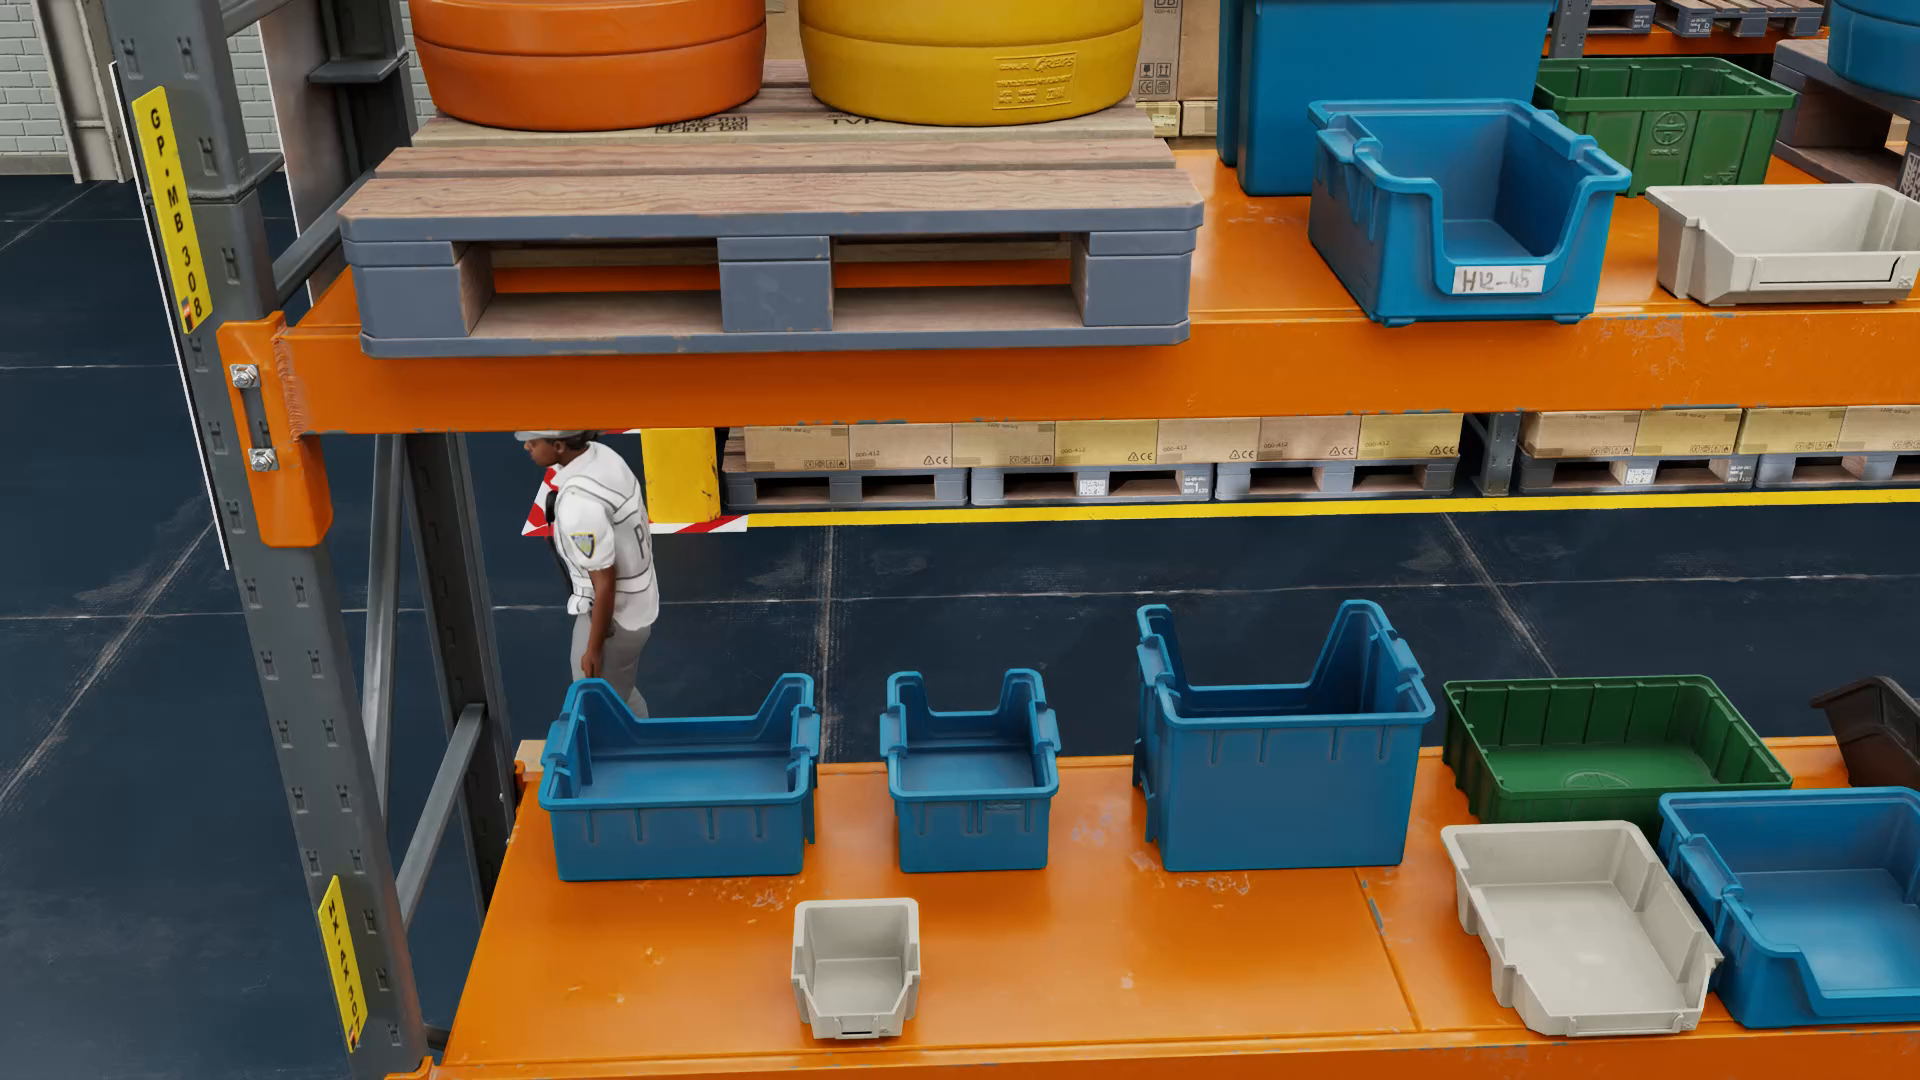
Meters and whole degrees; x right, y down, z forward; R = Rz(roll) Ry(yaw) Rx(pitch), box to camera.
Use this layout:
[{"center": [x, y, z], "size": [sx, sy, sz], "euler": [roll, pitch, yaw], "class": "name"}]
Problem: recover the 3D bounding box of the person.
[{"center": [-1.218, 0.254, 5.641], "size": [0.396, 1.656, 0.518], "euler": [-3, 28, -5], "class": "person"}]
